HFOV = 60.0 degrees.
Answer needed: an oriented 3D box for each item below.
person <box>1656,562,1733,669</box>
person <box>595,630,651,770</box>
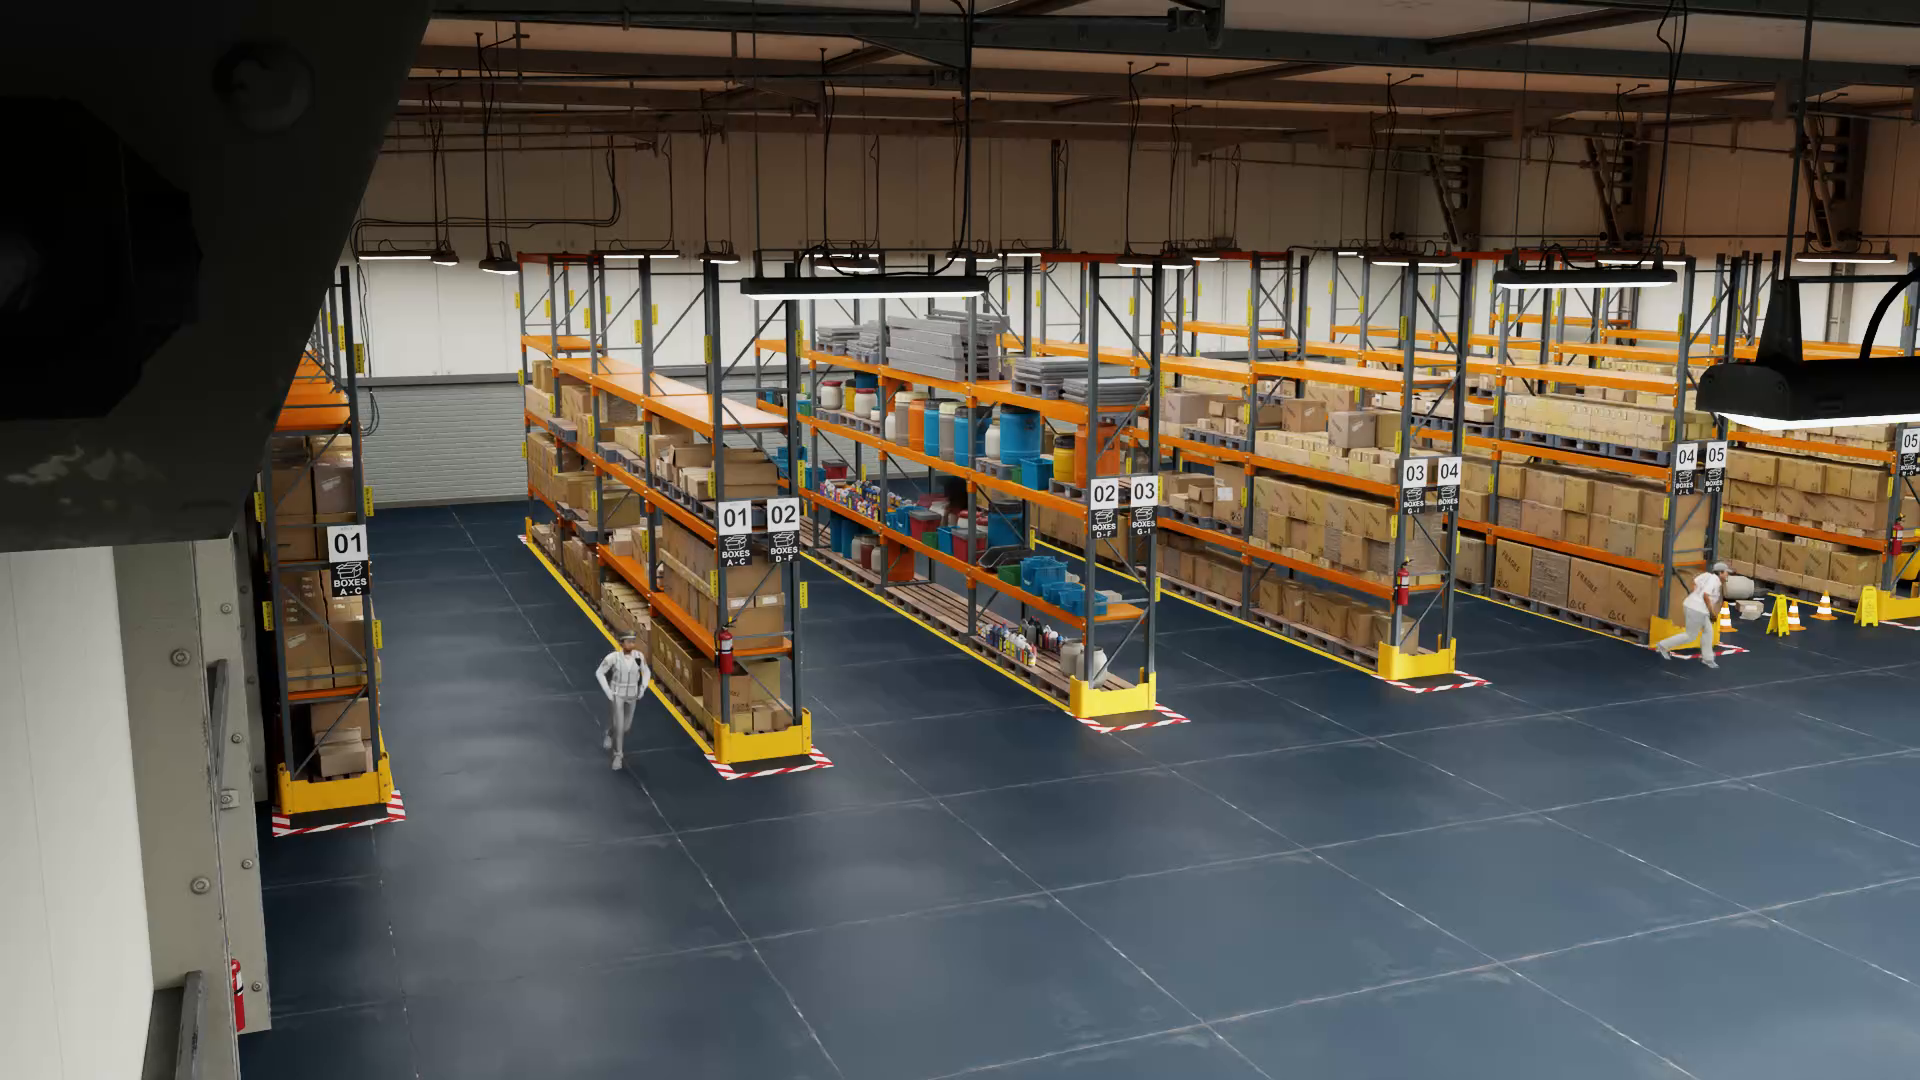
[{"bbox_3d":[10.874,1.116,24.675,1.013,1.620,0.632,1,10,6],"label":"person"},{"bbox_3d":[-4.090,1.882,20.258,0.676,1.651,0.726,-6,12,-29],"label":"person"}]
